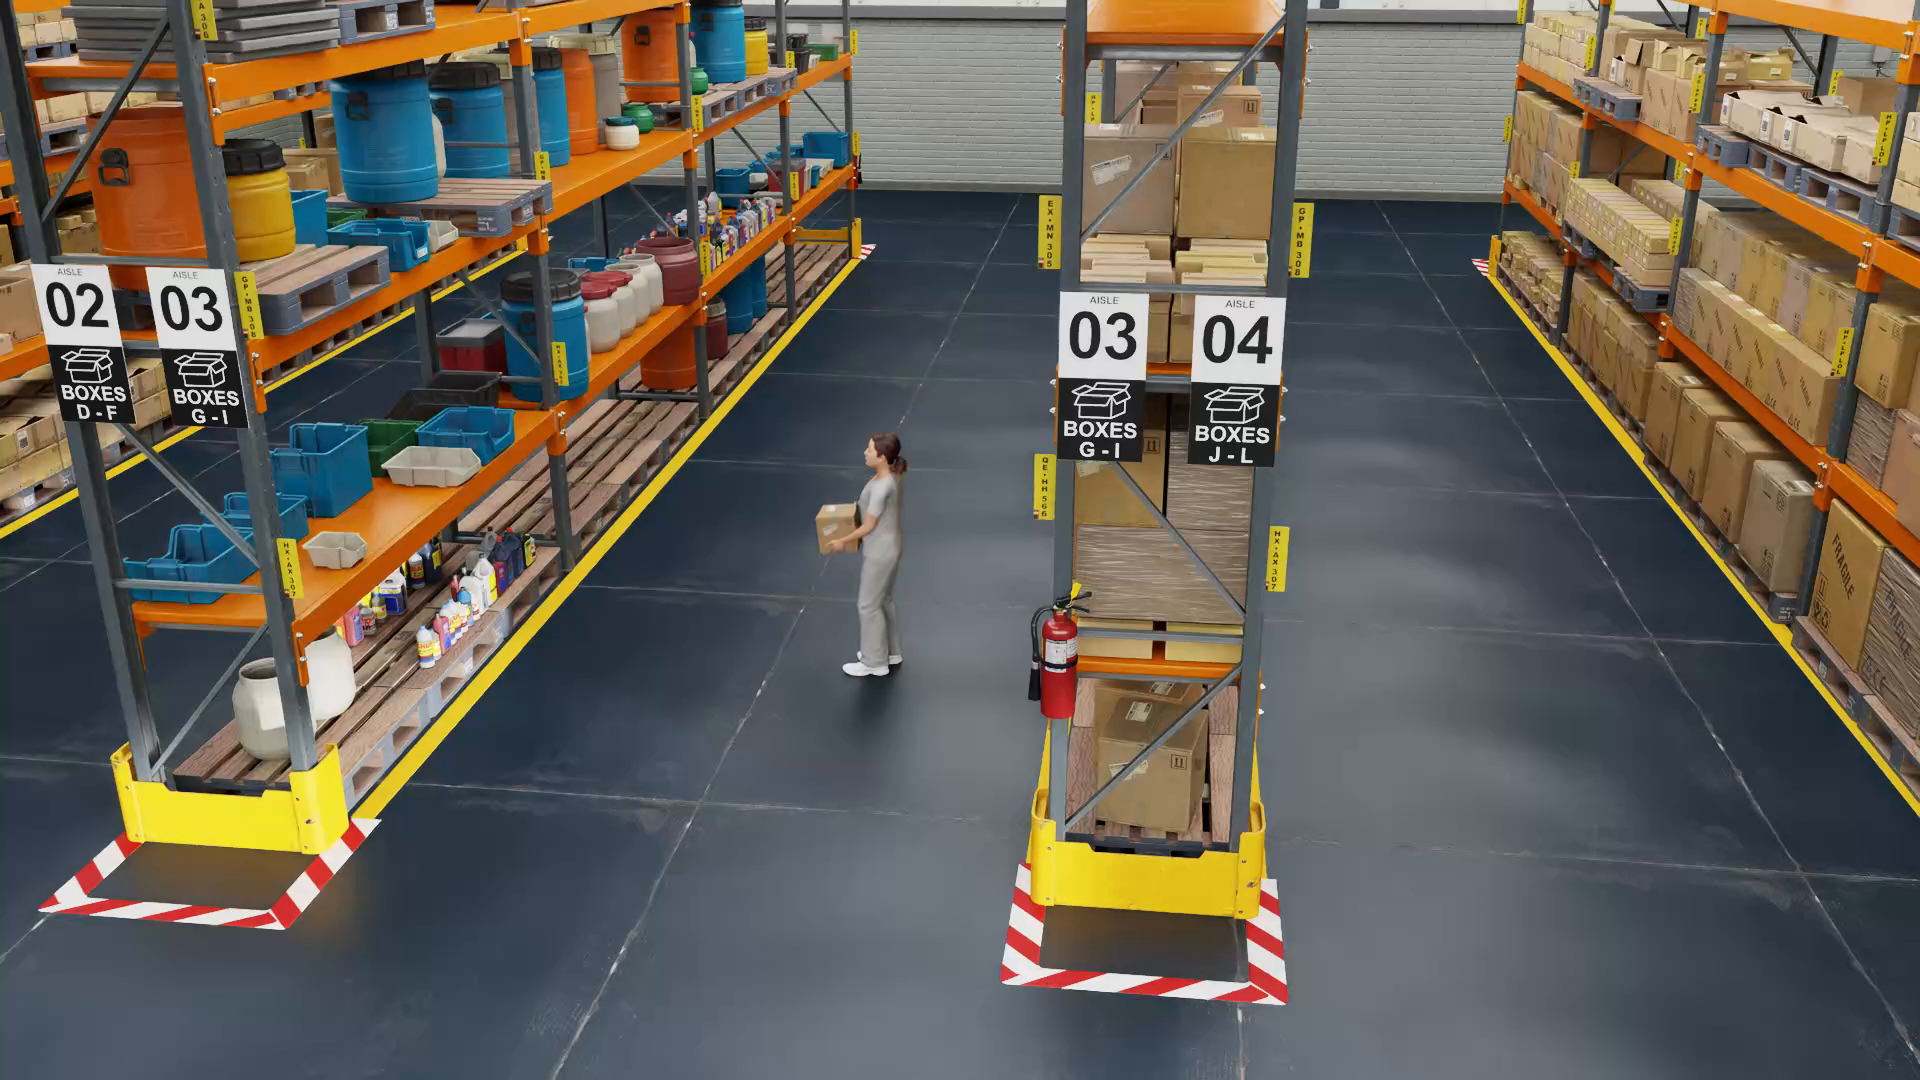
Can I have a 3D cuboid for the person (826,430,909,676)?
[{"bbox_3d":[-0.588,0.084,10.872,0.533,1.671,0.454,2,21,6],"label":"person"}]
